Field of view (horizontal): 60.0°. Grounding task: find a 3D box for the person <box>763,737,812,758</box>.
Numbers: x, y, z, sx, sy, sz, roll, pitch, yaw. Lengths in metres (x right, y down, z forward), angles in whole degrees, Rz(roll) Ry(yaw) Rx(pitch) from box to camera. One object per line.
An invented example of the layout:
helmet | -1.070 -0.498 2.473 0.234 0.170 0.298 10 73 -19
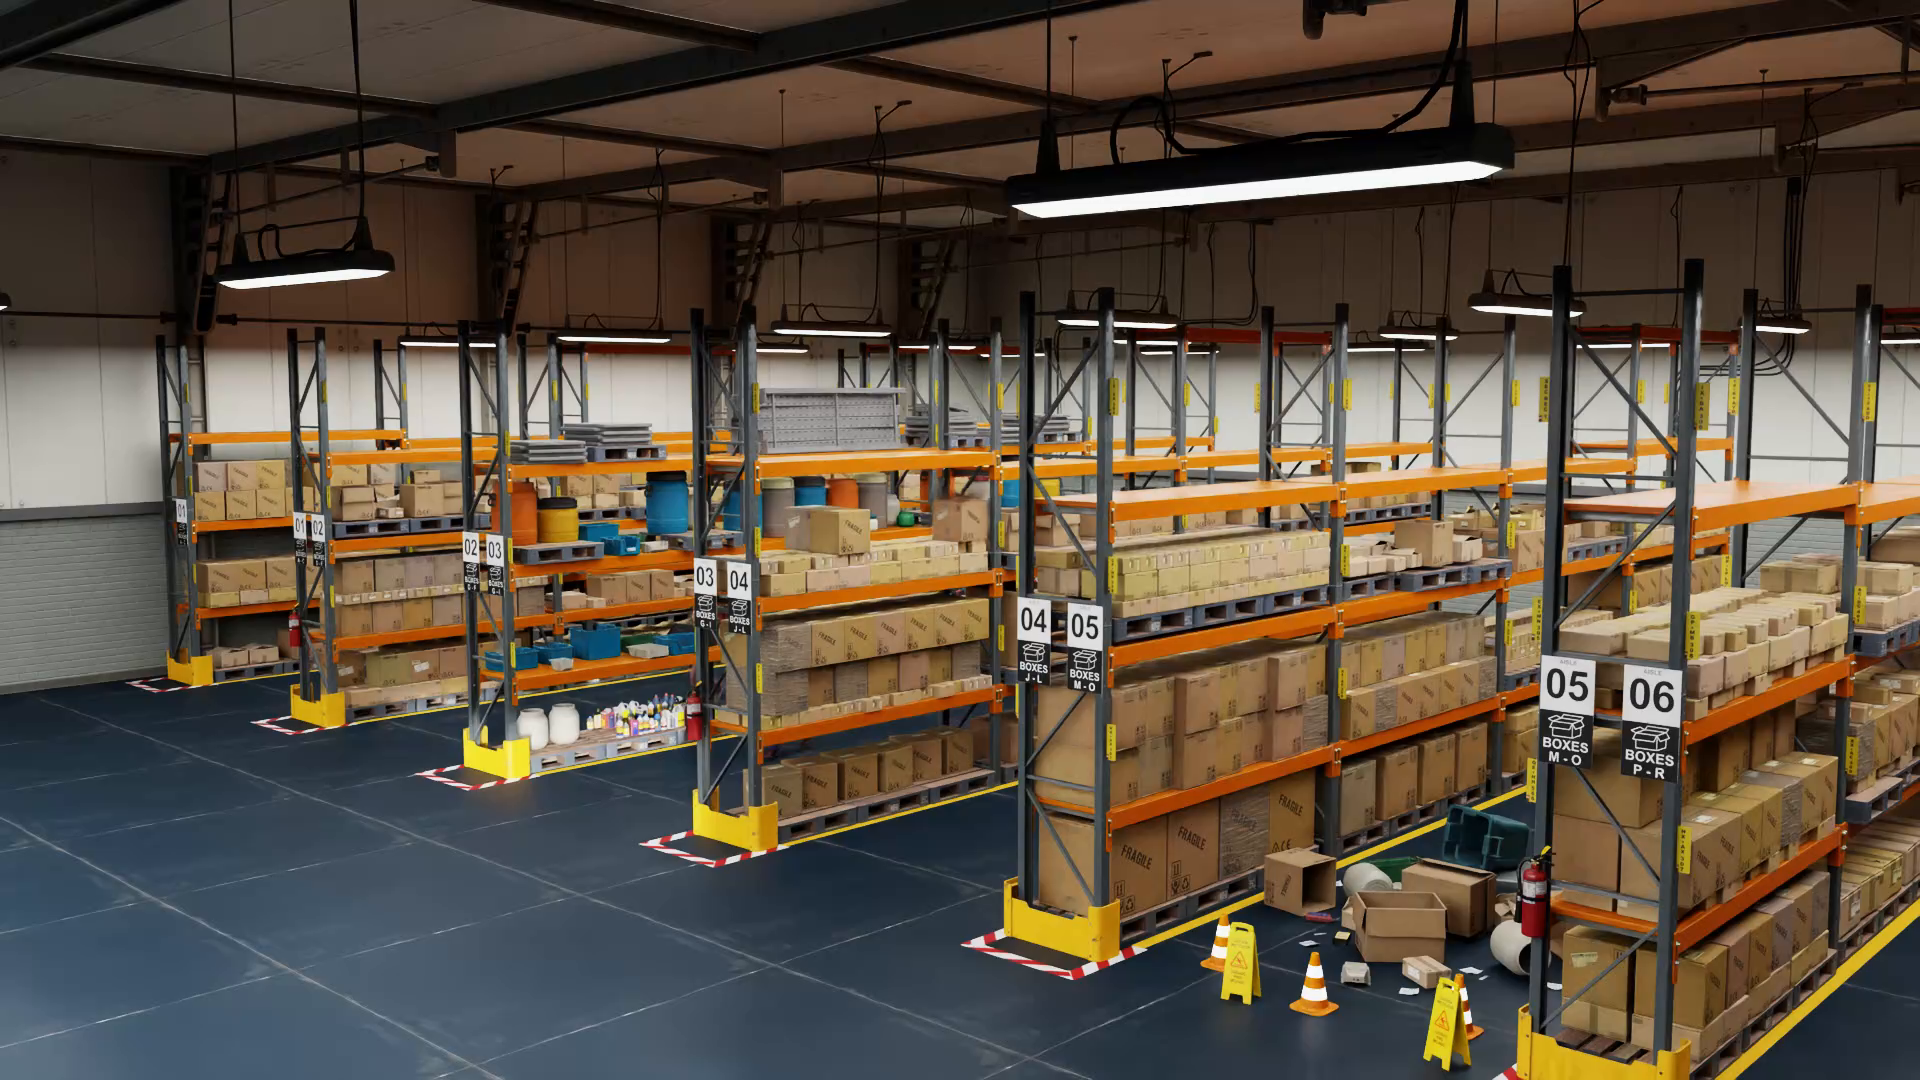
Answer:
person | -2.409 2.195 23.149 0.535 1.557 1.064 2 6 17

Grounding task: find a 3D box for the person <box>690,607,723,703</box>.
person | -4.058 1.857 26.639 0.547 1.647 0.580 5 7 42
